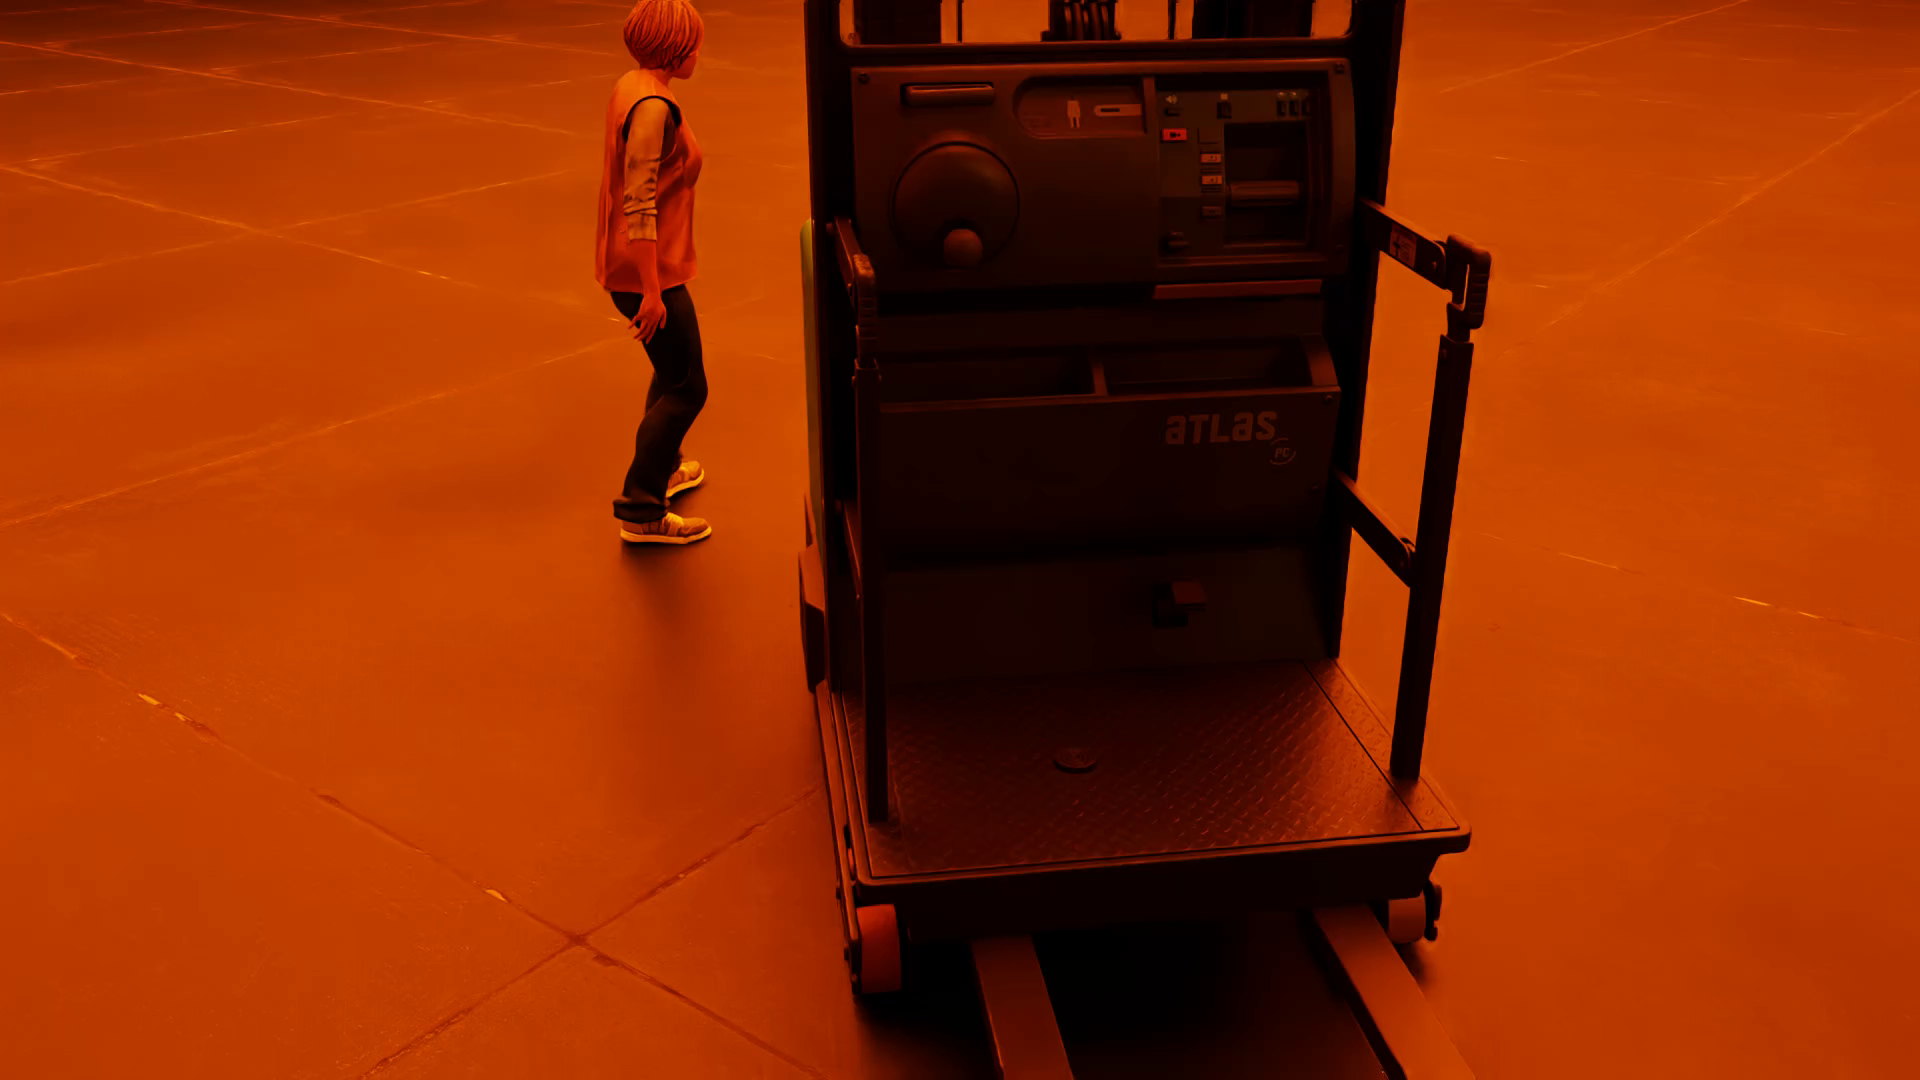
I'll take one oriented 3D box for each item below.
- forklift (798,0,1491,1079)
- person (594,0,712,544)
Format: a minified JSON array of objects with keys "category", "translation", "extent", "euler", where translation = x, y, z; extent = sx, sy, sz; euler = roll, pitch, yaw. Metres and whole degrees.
[{"category":"forklift","translation":[0.301,-0.656,2.842],"extent":[1.130,2.935,3.031],"euler":[-3,24,-8]},{"category":"person","translation":[-0.889,-0.766,4.831],"extent":[0.374,1.566,0.723],"euler":[-8,25,-17]}]
